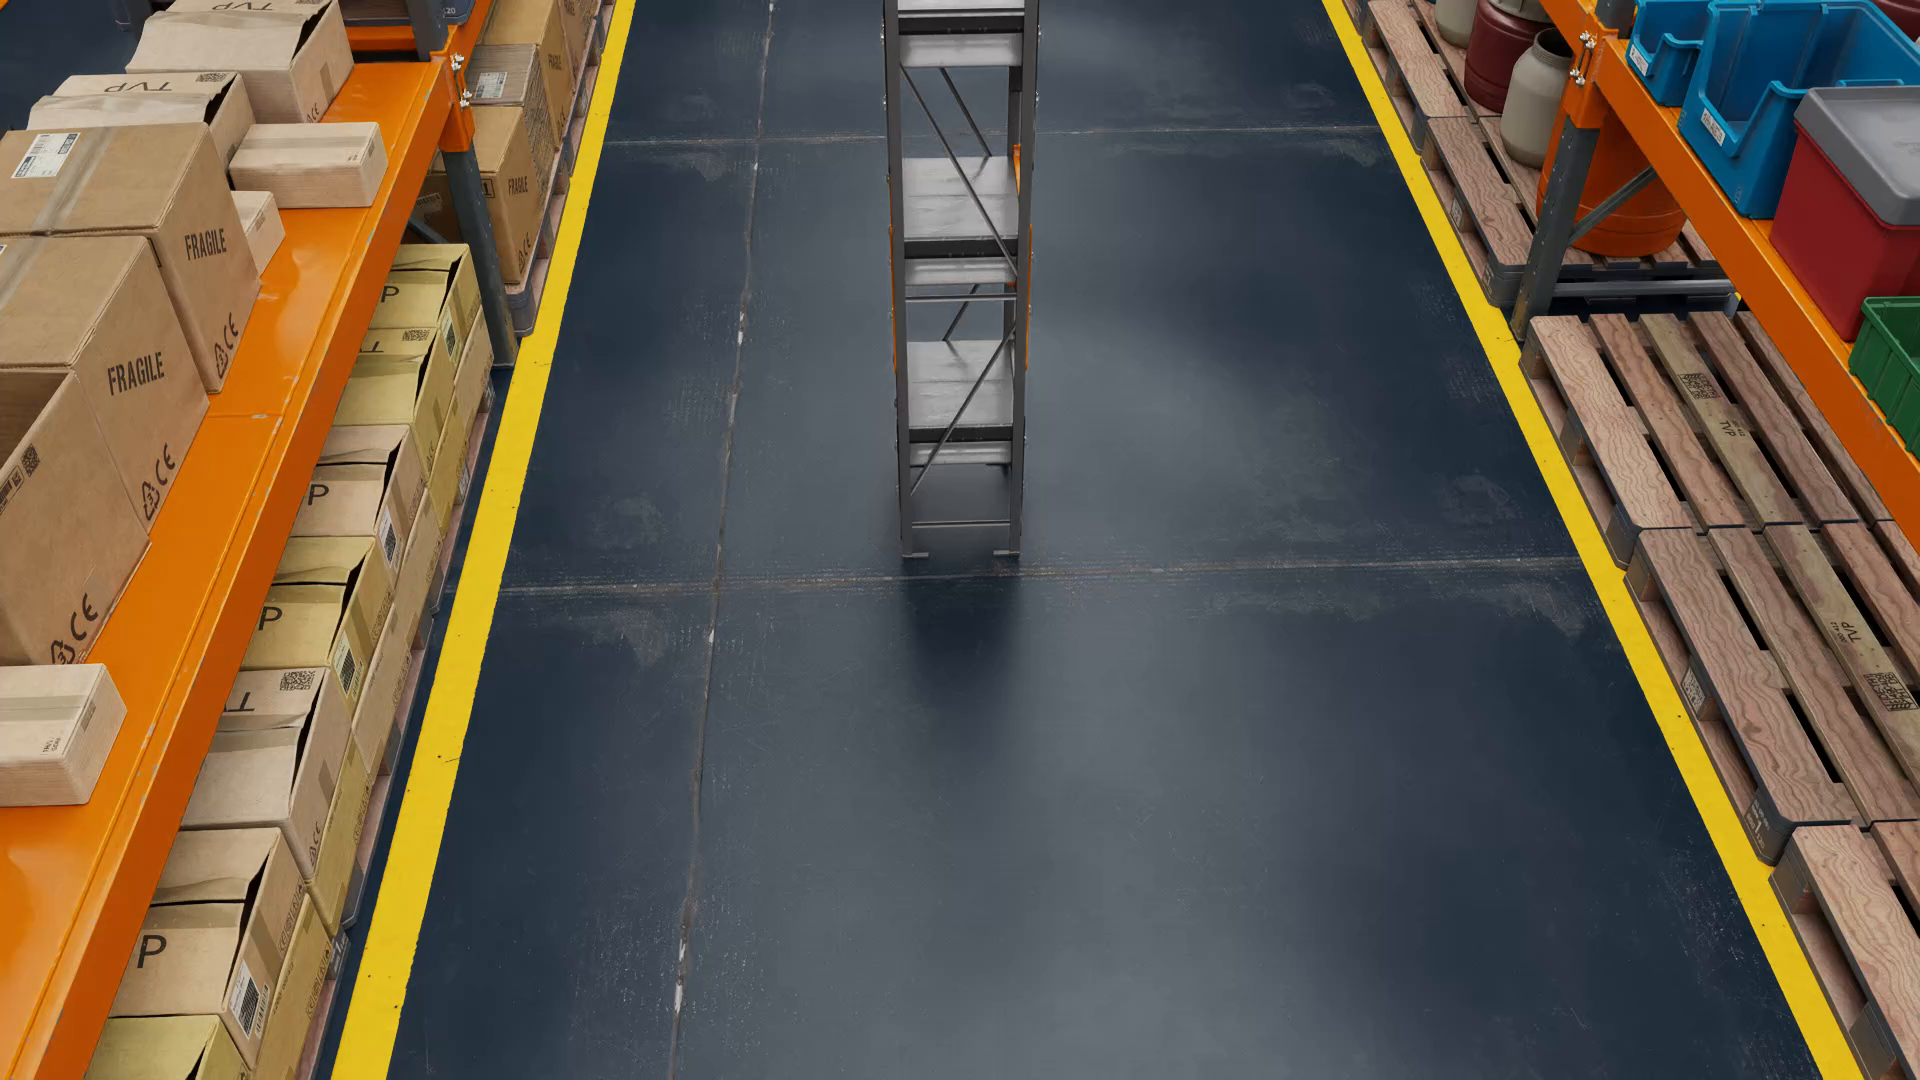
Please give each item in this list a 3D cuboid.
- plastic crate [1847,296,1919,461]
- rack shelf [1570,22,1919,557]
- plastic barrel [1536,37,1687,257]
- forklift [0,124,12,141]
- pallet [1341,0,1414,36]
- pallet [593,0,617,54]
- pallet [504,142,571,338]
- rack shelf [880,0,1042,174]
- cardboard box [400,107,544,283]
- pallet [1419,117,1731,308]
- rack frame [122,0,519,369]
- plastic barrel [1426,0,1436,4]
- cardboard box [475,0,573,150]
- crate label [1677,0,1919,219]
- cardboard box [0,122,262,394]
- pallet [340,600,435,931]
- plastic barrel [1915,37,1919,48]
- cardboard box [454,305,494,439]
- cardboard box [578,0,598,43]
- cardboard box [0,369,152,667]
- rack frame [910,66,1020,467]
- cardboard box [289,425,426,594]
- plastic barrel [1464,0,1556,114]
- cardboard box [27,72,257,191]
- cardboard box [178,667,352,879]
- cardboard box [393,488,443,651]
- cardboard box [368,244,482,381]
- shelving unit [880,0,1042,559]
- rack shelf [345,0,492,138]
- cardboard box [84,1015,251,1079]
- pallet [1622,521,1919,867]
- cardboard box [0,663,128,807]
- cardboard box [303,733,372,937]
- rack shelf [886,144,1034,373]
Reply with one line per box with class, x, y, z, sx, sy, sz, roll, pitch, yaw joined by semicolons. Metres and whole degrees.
plastic crate;2.524;-0.330;4.047;0.450;0.188;0.662;-2;43;-2
rack shelf;2.795;-0.325;4.418;1.077;0.370;4.000;-2;43;-2
plastic barrel;2.673;-1.625;6.599;0.600;0.830;0.708;-2;43;-2
forklift;-4.551;-1.752;5.492;1.130;2.935;3.031;-1;43;-1
pallet;2.532;-3.091;8.966;1.003;0.211;1.213;-2;43;-2
pallet;-2.336;-2.926;8.786;1.003;0.211;1.213;-2;43;-2
pallet;-2.232;-1.278;6.989;1.003;0.211;1.213;-2;43;-2
rack shelf;-0.007;-1.392;4.699;0.431;0.518;0.480;-2;43;-2
cardboard box;-1.972;-1.357;6.535;0.500;0.500;0.500;0;43;0
pallet;2.635;-1.444;7.169;1.003;0.211;1.213;-2;43;-2
rack frame;-2.239;-1.801;5.495;1.000;3.000;0.127;-2;43;-2
plastic barrel;2.577;-3.177;8.238;0.600;0.901;0.708;-2;43;-2
cardboard box;-2.016;-2.049;7.290;0.500;0.500;0.500;-2;43;-2
crate label;2.482;-1.275;4.895;0.502;0.435;0.616;-2;43;-2
cardboard box;-2.151;-0.706;4.226;0.500;0.500;0.500;-4;43;-4
pallet;-2.194;0.605;4.934;1.003;0.211;1.213;-2;43;-2
plastic barrel;2.968;-1.294;4.859;0.421;0.512;0.421;0;43;0
cardboard box;-1.973;-0.594;5.903;0.500;0.250;0.500;-1;43;-1
cardboard box;-2.068;-2.745;8.049;0.500;0.500;0.500;-1;43;-1
cardboard box;-2.107;-0.012;3.470;0.500;0.500;0.500;1;43;1
rack frame;-0.017;-1.051;5.342;0.400;2.100;0.015;-2;43;-2
cardboard box;-1.923;-0.111;4.960;0.500;0.311;0.500;-2;43;-2
plastic barrel;2.625;-2.299;7.512;0.600;0.588;0.708;-2;43;-2
cardboard box;-2.394;-1.159;4.861;0.500;0.311;0.500;-2;43;-2
cardboard box;-1.877;0.578;4.209;0.500;0.311;0.500;-3;43;-3
cardboard box;-1.929;0.093;5.153;0.500;0.250;0.500;-1;43;-1
cardboard box;-1.970;-0.803;5.715;0.500;0.311;0.500;-1;43;-1
shelving unit;-0.007;-0.886;5.162;0.431;2.100;0.503;-2;43;-2
rack shelf;-2.324;-2.886;7.211;1.077;0.370;4.000;-2;43;-2
cardboard box;-1.837;1.265;3.459;0.500;0.311;0.500;-2;43;-2
pallet;2.753;0.433;5.122;1.003;0.211;1.213;-2;43;-2
cardboard box;-1.902;0.388;3.293;0.380;0.149;0.250;-2;43;-2
cardboard box;-1.883;0.784;4.399;0.500;0.250;0.500;-3;43;-3
rack shelf;-0.007;-0.876;5.172;0.431;0.518;0.480;-2;43;-2
